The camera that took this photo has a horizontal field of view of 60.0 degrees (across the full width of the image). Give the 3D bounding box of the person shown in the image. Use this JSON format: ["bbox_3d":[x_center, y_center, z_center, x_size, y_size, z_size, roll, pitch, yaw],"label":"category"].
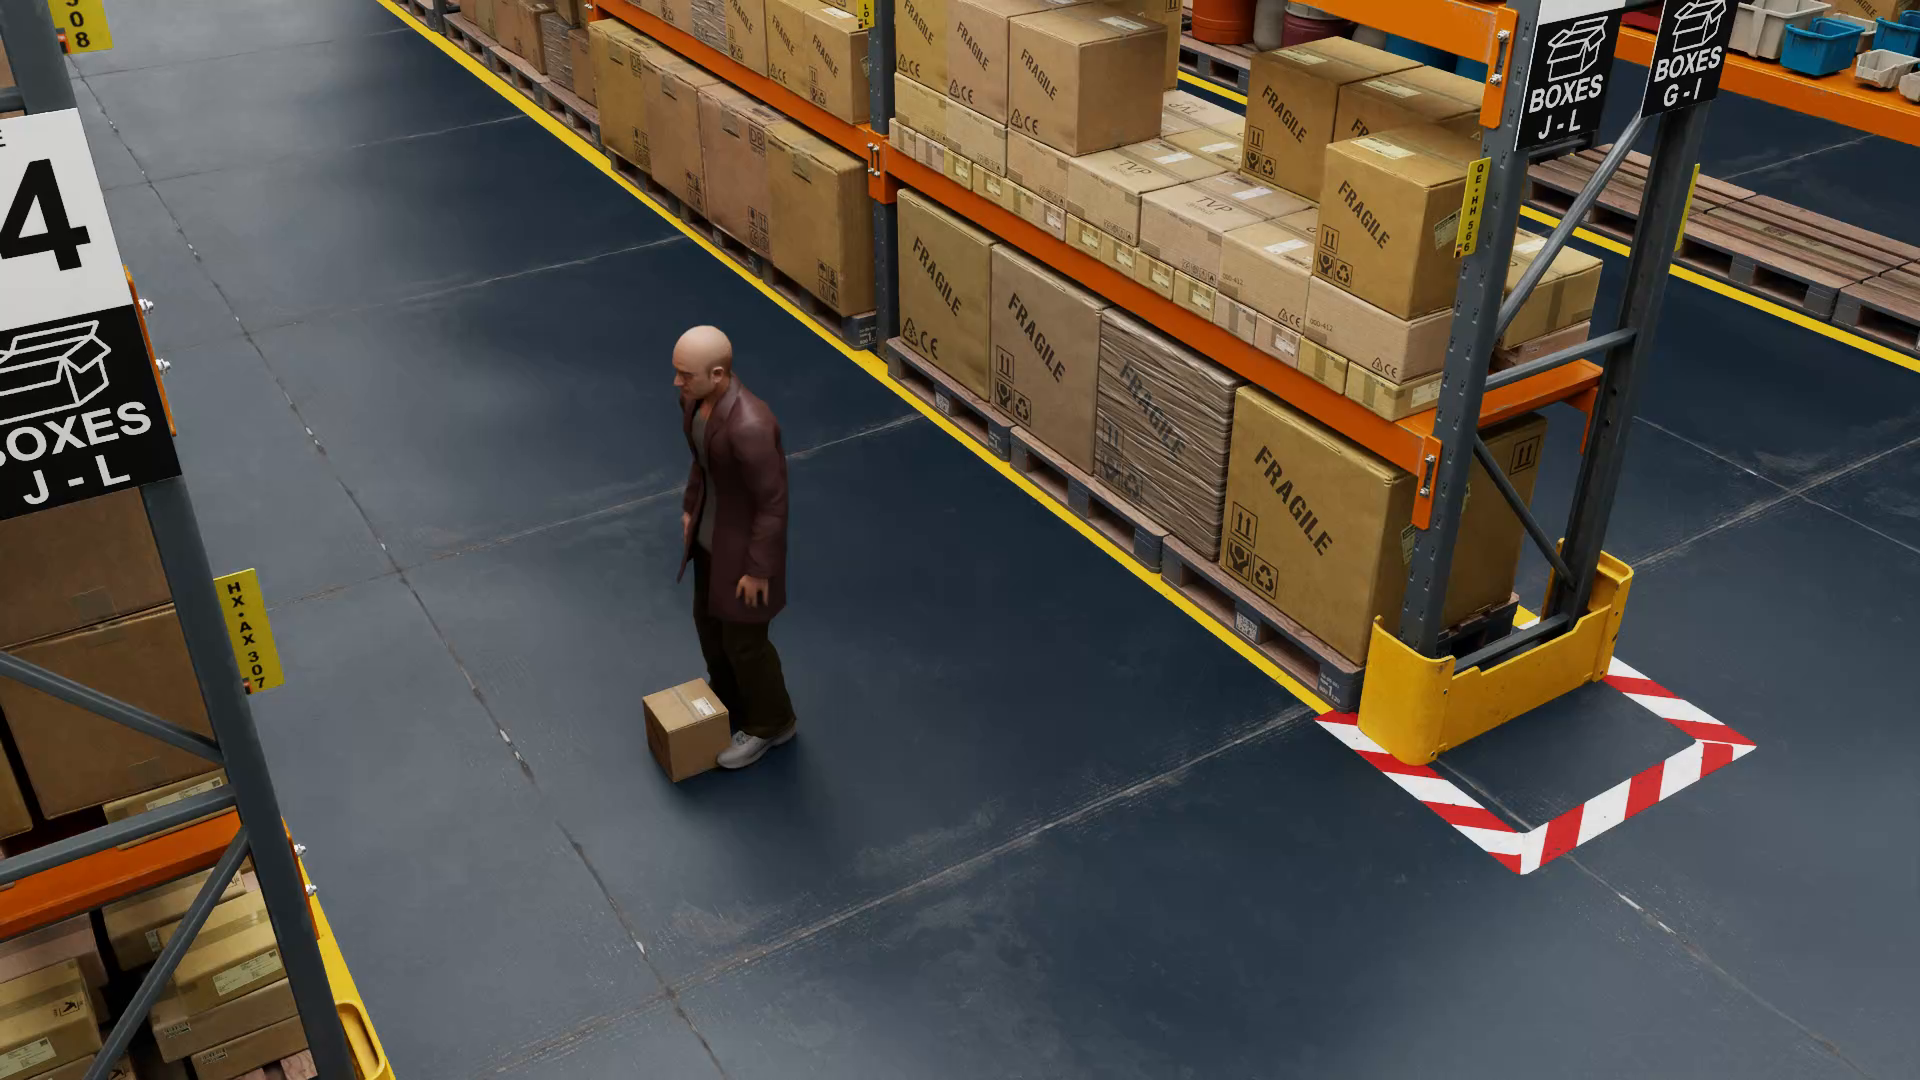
[{"bbox_3d":[-0.849,0.009,6.138,0.428,1.773,0.641,-19,37,-27],"label":"person"}]
